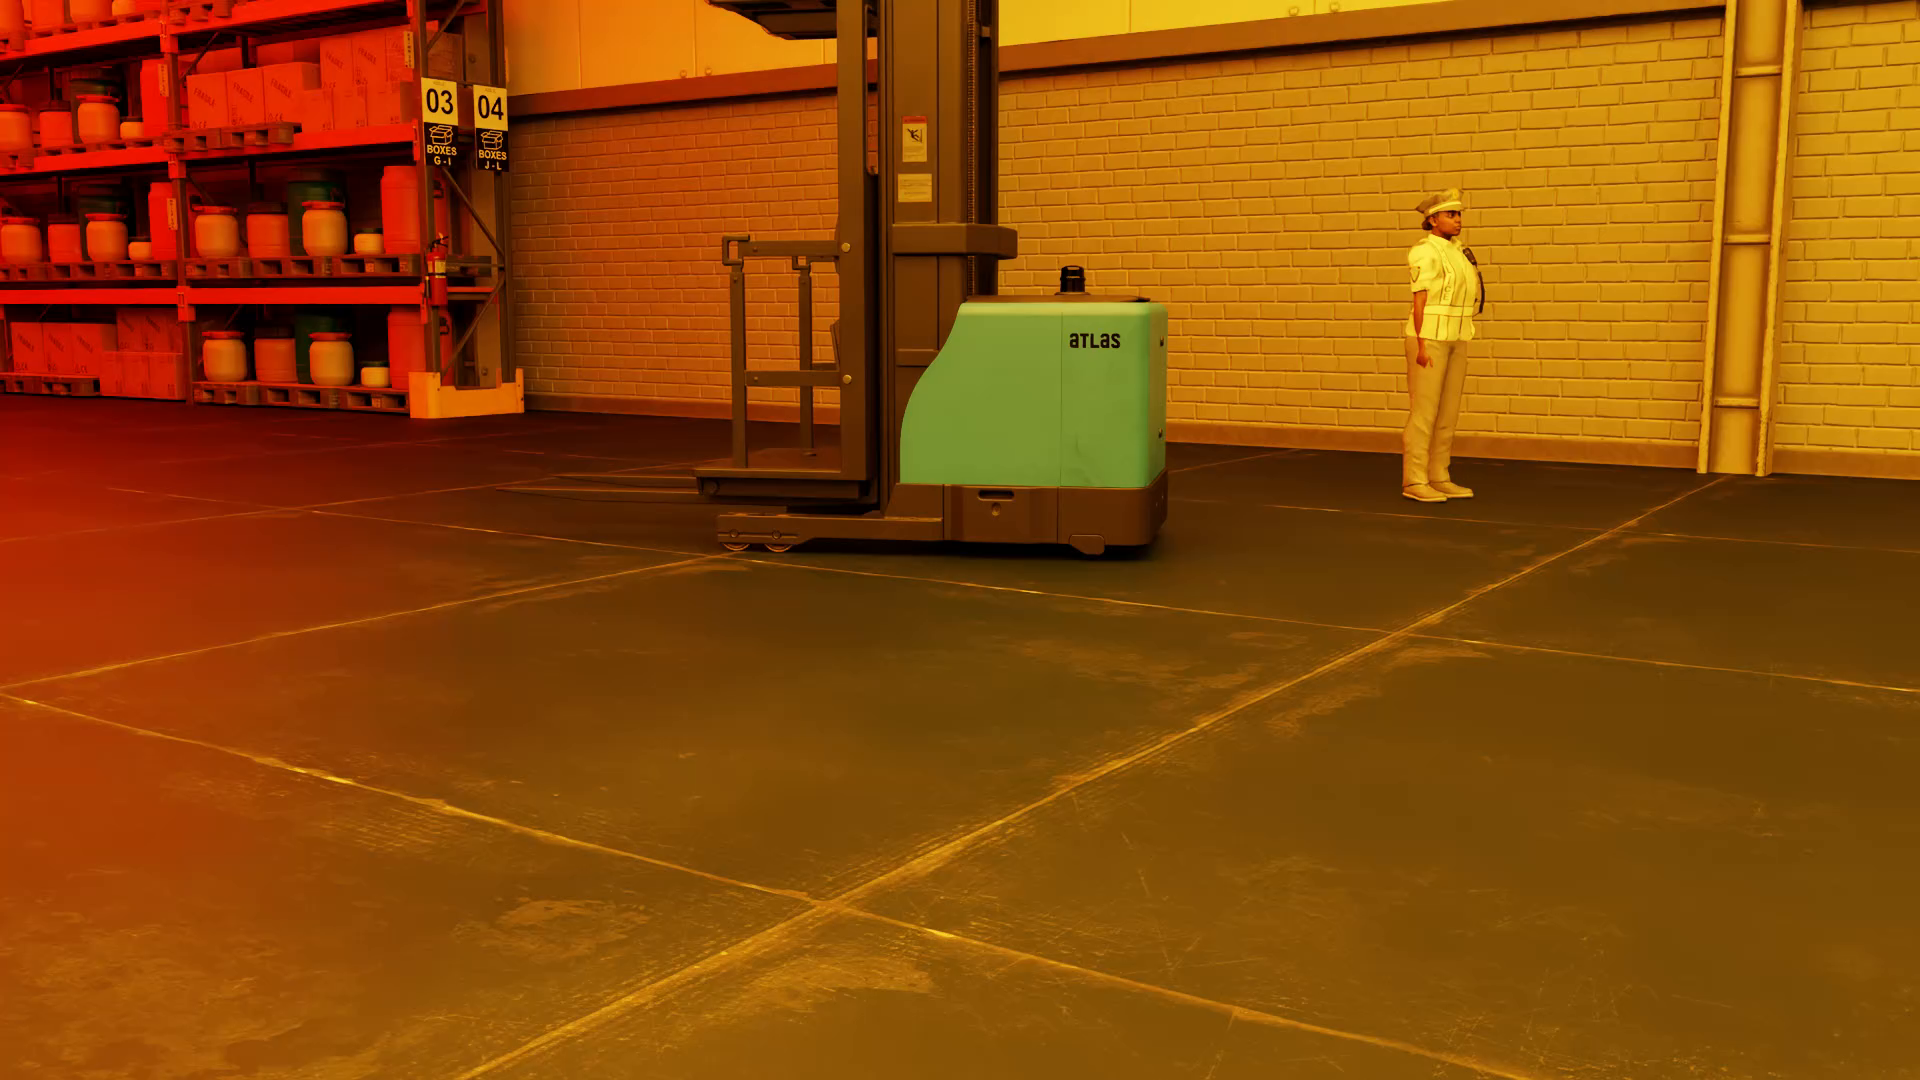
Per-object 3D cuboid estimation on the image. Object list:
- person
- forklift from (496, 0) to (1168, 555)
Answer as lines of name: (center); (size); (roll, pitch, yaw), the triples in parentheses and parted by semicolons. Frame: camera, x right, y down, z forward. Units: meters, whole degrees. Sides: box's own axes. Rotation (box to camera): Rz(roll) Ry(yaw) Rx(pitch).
person: (2.639, -1.067, 9.129); (0.451, 1.690, 0.352); (-7, 11, -41)
forklift: (-0.596, -1.469, 7.520); (3.031, 2.935, 1.130); (2, 8, 12)
